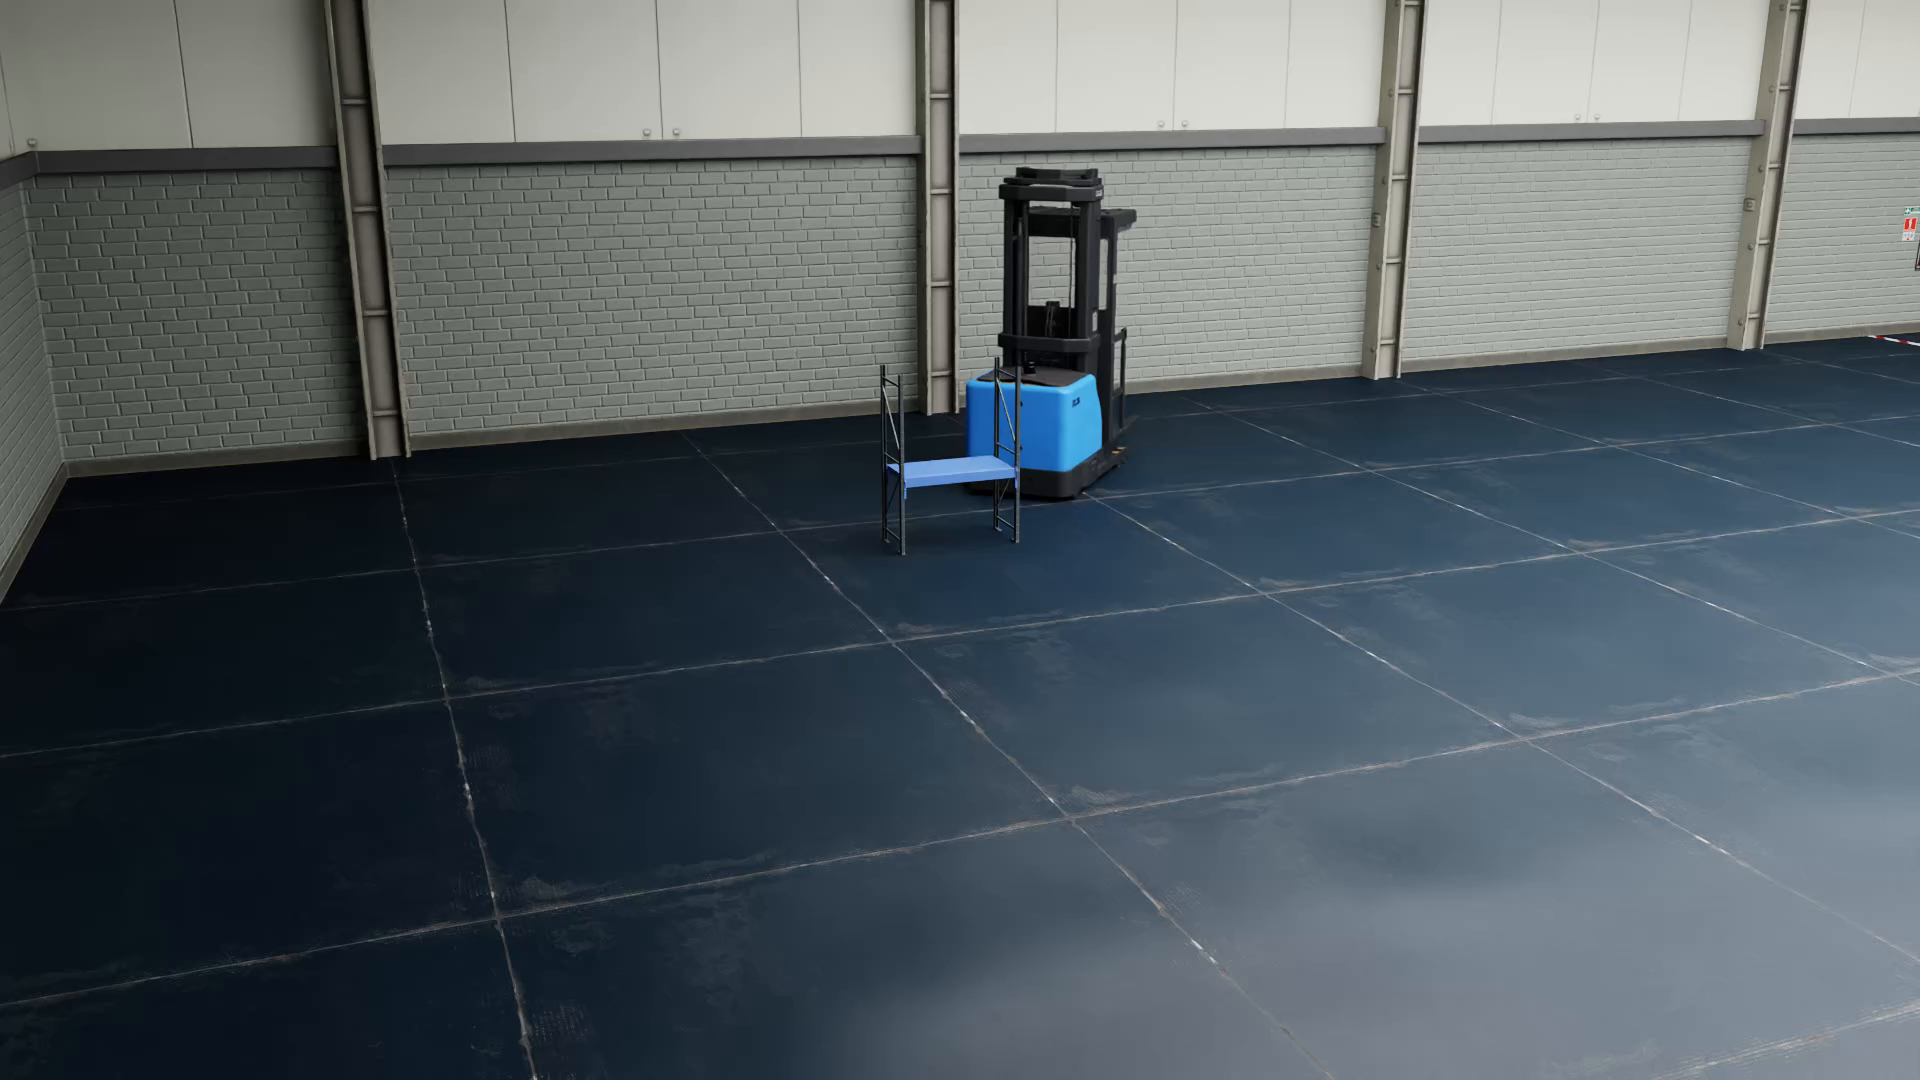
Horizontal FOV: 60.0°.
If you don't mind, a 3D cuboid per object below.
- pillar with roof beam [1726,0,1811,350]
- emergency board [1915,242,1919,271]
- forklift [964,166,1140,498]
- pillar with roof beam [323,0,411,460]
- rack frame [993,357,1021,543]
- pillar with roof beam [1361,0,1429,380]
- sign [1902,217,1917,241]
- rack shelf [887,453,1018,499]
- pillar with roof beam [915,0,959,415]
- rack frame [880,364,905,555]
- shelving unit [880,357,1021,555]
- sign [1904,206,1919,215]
[{"bbox_3d":[12.500,-5.872,18.123,0.400,9.000,9.100,-6,17,-20],"label":"pillar with roof beam"},{"bbox_3d":[14.226,-4.496,24.085,0.626,1.169,0.157,-6,17,-20],"label":"emergency board"},{"bbox_3d":[1.057,-2.166,16.273,1.130,2.935,3.031,6,18,21],"label":"forklift"},{"bbox_3d":[-4.309,-4.057,11.944,0.400,9.000,9.100,-6,17,-20],"label":"pillar with roof beam"},{"bbox_3d":[0.395,-0.762,14.032,0.032,1.500,0.500,-6,17,-20],"label":"rack frame"},{"bbox_3d":[6.897,-5.267,16.063,0.400,9.000,9.100,-6,17,-20],"label":"pillar with roof beam"},{"bbox_3d":[13.687,-4.481,23.969,0.234,0.329,0.001,-6,17,-20],"label":"sign"},{"bbox_3d":[-0.080,-0.538,13.908,1.000,0.185,0.538,-6,17,-20],"label":"rack shelf"},{"bbox_3d":[1.294,-4.662,14.003,0.400,9.000,9.100,-6,17,-20],"label":"pillar with roof beam"},{"bbox_3d":[-0.554,-0.660,13.683,0.032,1.500,0.500,-6,17,-20],"label":"rack frame"},{"bbox_3d":[-0.080,-0.711,13.858,1.048,1.500,0.538,-6,17,-20],"label":"shelving unit"},{"bbox_3d":[13.695,-4.733,23.888,0.331,0.109,0.001,-6,17,-20],"label":"sign"}]
